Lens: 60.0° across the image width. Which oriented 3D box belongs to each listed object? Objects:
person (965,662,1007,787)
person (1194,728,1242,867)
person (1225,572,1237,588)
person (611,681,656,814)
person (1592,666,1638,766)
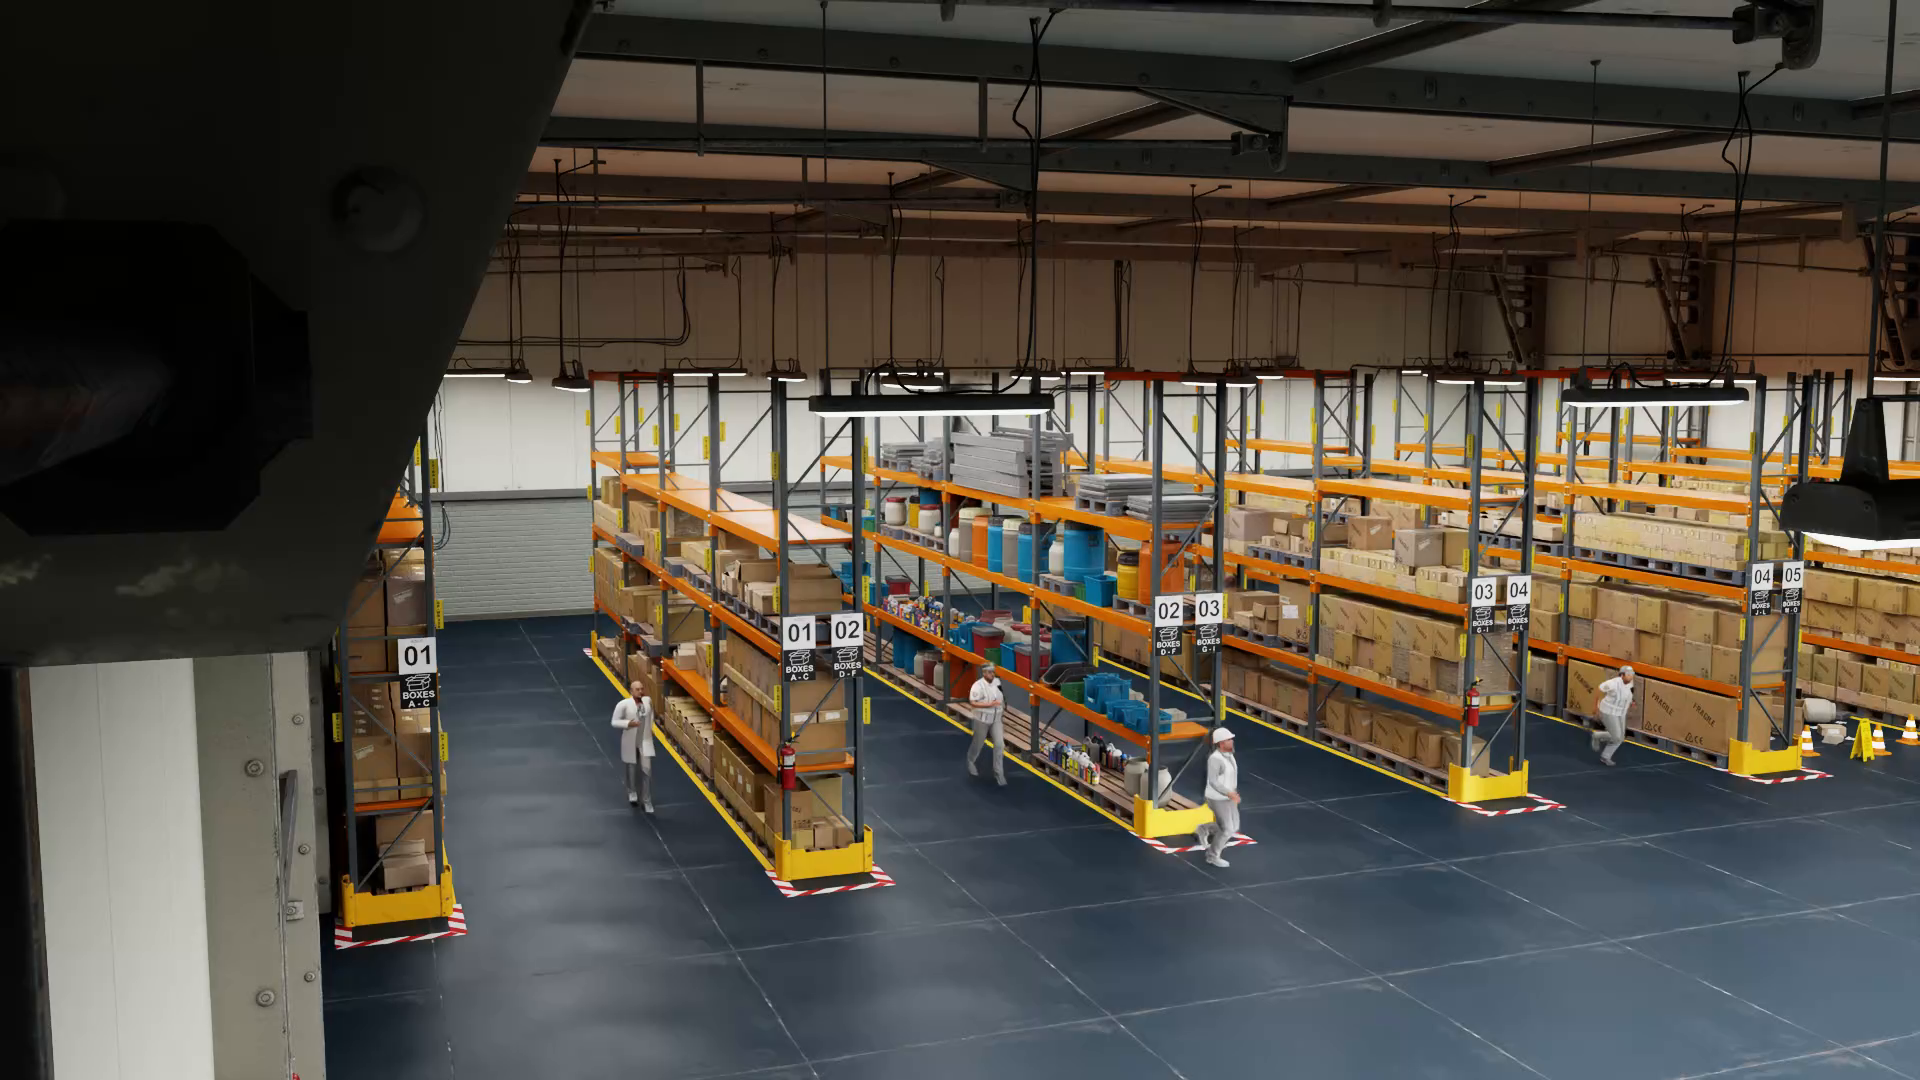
[{"bbox_3d":[0.389,2.684,24.701,0.642,1.817,0.915,-4,7,-29],"label":"person"},{"bbox_3d":[3.223,3.179,20.666,0.648,1.741,0.685,3,7,25],"label":"person"},{"bbox_3d":[6.771,0.901,41.389,0.718,1.686,0.644,1,6,7],"label":"person"},{"bbox_3d":[-4.541,2.883,23.193,0.668,1.842,0.861,-3,7,-26],"label":"person"},{"bbox_3d":[10.115,2.700,25.674,0.595,1.598,0.696,-4,7,-30],"label":"person"}]
